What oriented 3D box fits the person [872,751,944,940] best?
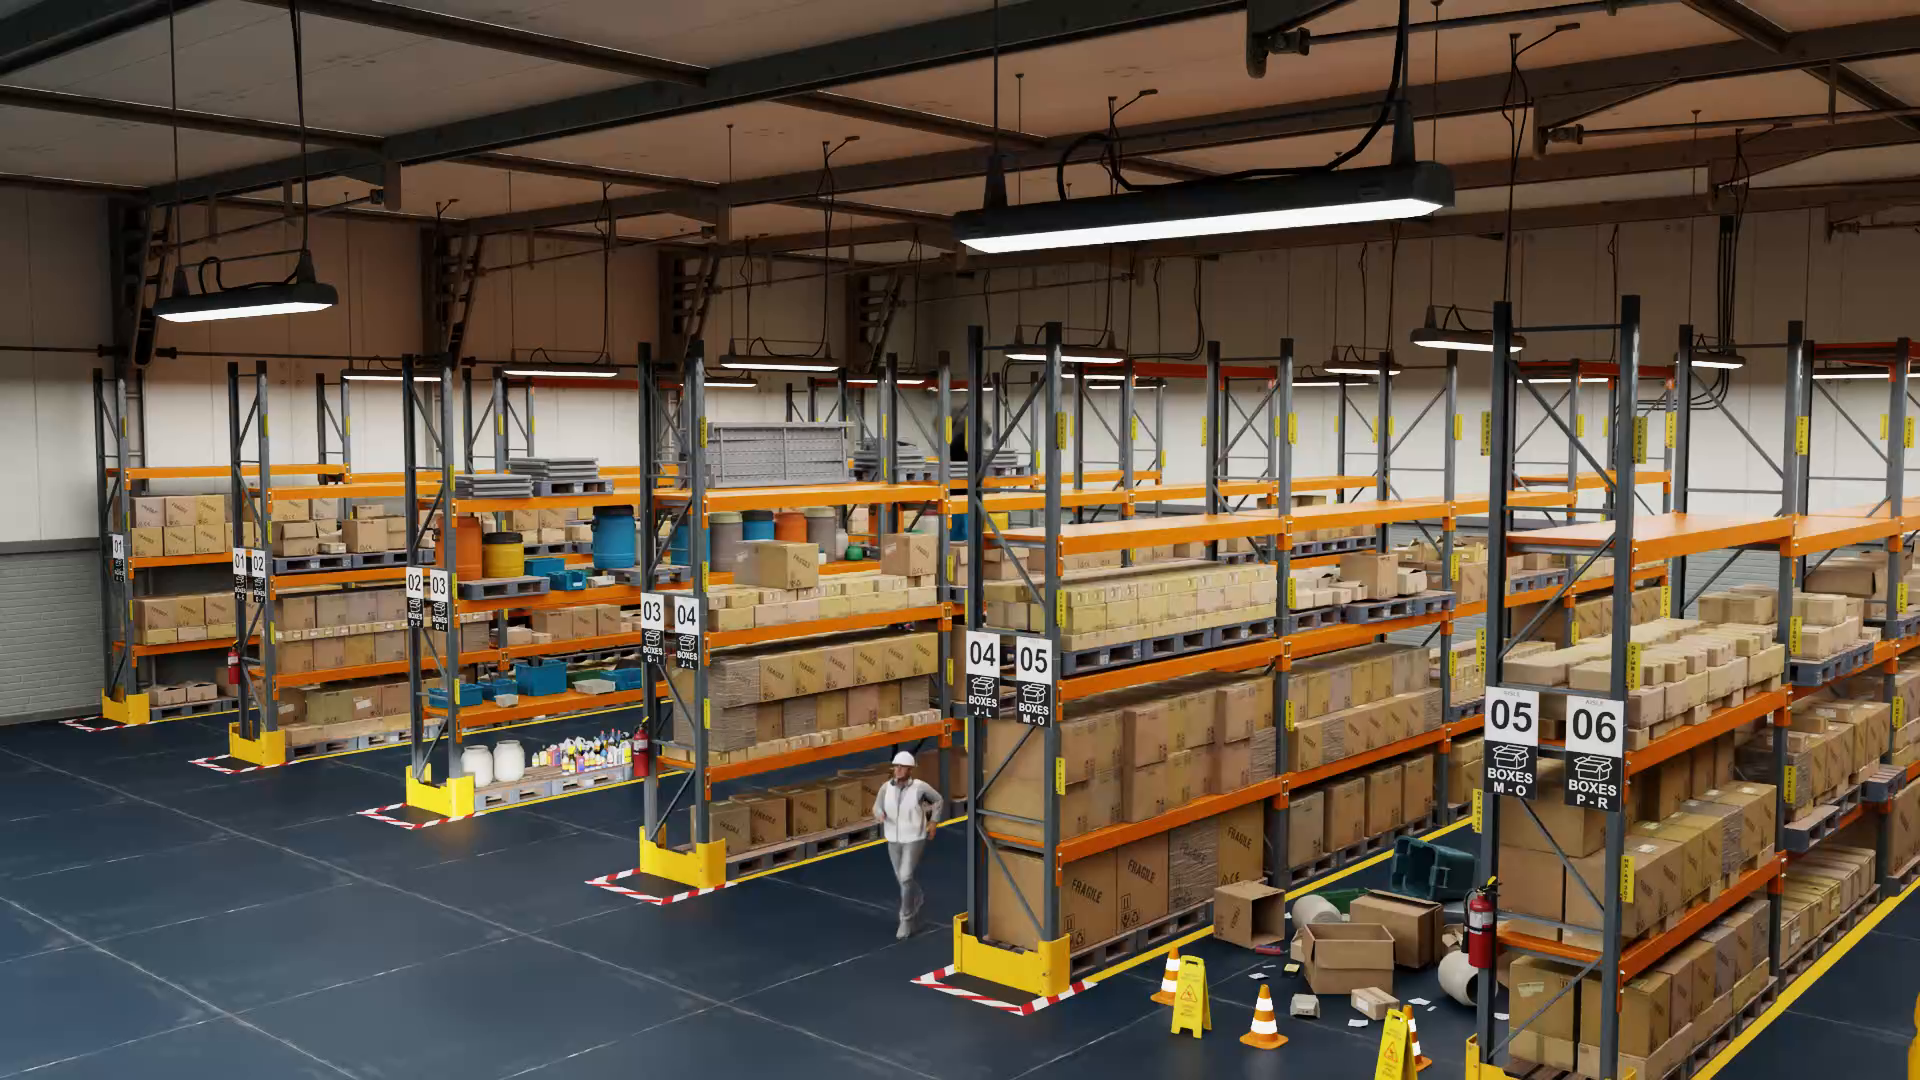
[{"bbox_3d":[-0.552,3.041,16.794,0.650,1.837,0.819,2,5,26],"label":"person"}]
